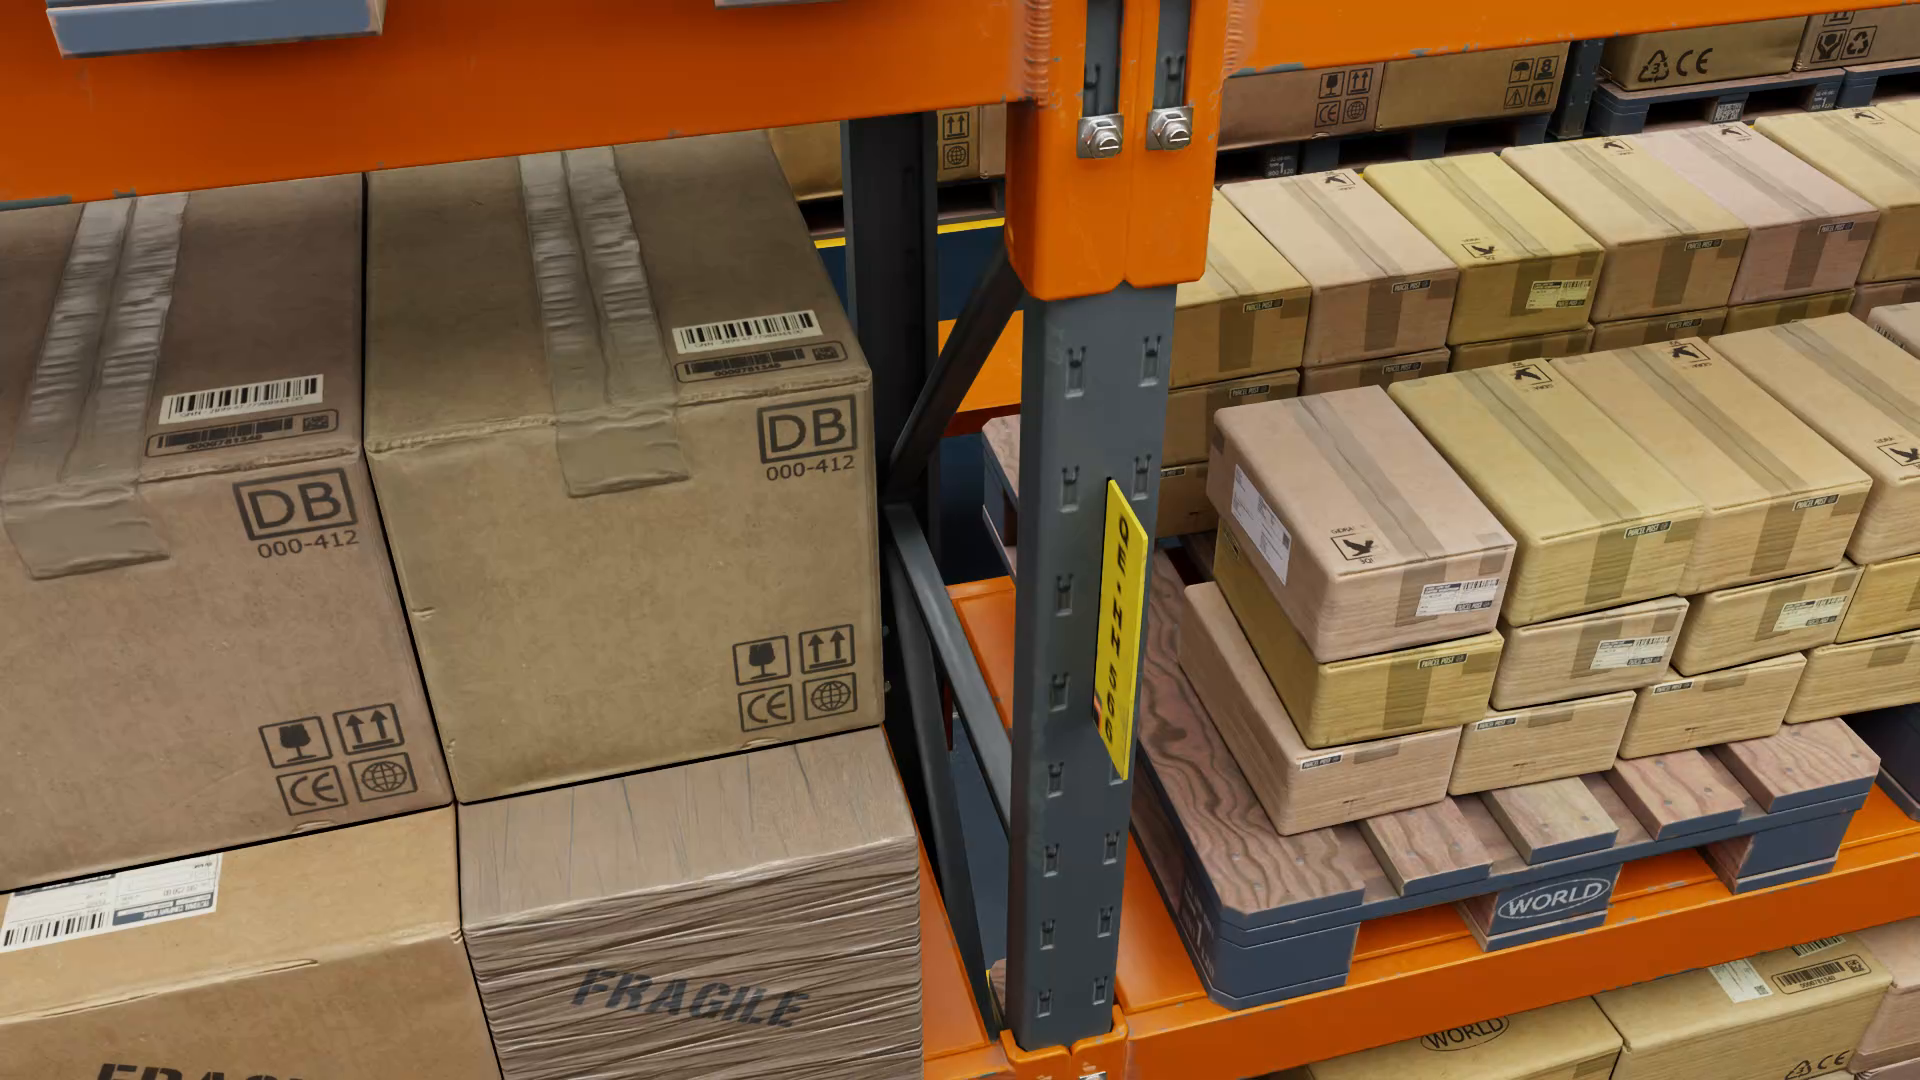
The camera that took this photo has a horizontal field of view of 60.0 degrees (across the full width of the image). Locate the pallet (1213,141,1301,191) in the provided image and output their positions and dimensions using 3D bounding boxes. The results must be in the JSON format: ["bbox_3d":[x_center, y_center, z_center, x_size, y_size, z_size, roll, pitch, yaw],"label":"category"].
[{"bbox_3d":[0.775,-1.857,7.504,1.213,0.211,1.003,-9,38,-12],"label":"pallet"}]

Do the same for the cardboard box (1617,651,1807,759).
[{"bbox_3d":[1.018,0.128,2.475,0.250,0.149,0.380,-7,38,-10],"label":"cardboard box"}]

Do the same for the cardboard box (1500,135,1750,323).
[{"bbox_3d":[1.120,-0.542,2.861,0.250,0.149,0.380,-8,38,-11],"label":"cardboard box"}]

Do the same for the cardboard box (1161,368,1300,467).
[{"bbox_3d":[0.372,-0.298,2.787,0.250,0.149,0.380,-9,38,-11],"label":"cardboard box"}]

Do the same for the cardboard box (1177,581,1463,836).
[{"bbox_3d":[0.499,0.213,2.364,0.250,0.149,0.380,-10,38,-13],"label":"cardboard box"}]

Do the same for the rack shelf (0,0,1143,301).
[{"bbox_3d":[-1.917,-0.356,1.370,4.000,0.370,1.077,-9,38,-12],"label":"rack shelf"}]

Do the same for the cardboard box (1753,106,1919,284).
[{"bbox_3d":[1.616,-0.621,2.964,0.250,0.149,0.380,-8,38,-10],"label":"cardboard box"}]

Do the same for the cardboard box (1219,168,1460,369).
[{"bbox_3d":[0.611,-0.456,2.748,0.250,0.149,0.380,-10,38,-13],"label":"cardboard box"}]

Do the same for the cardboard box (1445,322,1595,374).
[{"bbox_3d":[0.883,-0.384,2.900,0.250,0.149,0.380,-8,38,-11],"label":"cardboard box"}]

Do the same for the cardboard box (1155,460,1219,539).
[{"bbox_3d":[0.370,-0.182,2.880,0.250,0.149,0.380,-9,38,-11],"label":"cardboard box"}]

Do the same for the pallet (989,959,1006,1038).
[{"bbox_3d":[0.769,1.217,3.485,1.213,0.211,1.003,-9,38,-12],"label":"pallet"}]

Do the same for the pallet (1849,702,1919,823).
[{"bbox_3d":[1.914,-0.029,2.977,1.213,0.211,1.003,-9,38,-12],"label":"pallet"}]

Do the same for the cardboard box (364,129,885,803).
[{"bbox_3d":[-0.422,-0.139,2.058,0.500,0.500,0.700,-10,38,-12],"label":"cardboard box"}]

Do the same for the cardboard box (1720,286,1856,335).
[{"bbox_3d":[1.365,-0.462,3.001,0.250,0.149,0.380,-10,38,-12],"label":"cardboard box"}]

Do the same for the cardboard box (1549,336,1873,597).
[{"bbox_3d":[1.007,-0.111,2.297,0.250,0.149,0.380,-10,38,-12],"label":"cardboard box"}]

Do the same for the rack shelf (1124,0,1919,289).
[{"bbox_3d":[1.945,-0.990,2.198,4.000,0.370,1.077,-9,38,-12],"label":"rack shelf"}]

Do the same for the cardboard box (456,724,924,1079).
[{"bbox_3d":[-0.351,0.422,2.148,0.500,0.500,0.500,-9,38,-12],"label":"cardboard box"}]

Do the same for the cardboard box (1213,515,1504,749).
[{"bbox_3d":[0.533,0.089,2.282,0.250,0.149,0.380,-8,38,-10],"label":"cardboard box"}]

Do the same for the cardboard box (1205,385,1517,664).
[{"bbox_3d":[0.515,-0.031,2.193,0.250,0.149,0.380,-9,38,-12],"label":"cardboard box"}]

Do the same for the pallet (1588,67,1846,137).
[{"bbox_3d":[3.435,-2.293,8.074,1.213,0.211,1.003,-9,38,-12],"label":"pallet"}]

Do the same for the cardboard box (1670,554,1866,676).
[{"bbox_3d":[1.051,0.000,2.397,0.250,0.149,0.380,-10,39,-13],"label":"cardboard box"}]

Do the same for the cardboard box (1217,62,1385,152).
[{"bbox_3d":[1.205,-2.394,7.314,0.875,0.875,1.225,-11,39,-14],"label":"cardboard box"}]

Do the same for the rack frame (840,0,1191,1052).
[{"bbox_3d":[0.014,0.233,2.477,0.127,3.000,1.000,-9,38,-12],"label":"rack frame"}]

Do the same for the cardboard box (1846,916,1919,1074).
[{"bbox_3d":[1.713,0.642,3.036,0.500,0.250,0.500,-9,38,-12],"label":"cardboard box"}]

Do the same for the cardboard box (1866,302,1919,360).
[{"bbox_3d":[1.524,-0.196,2.409,0.250,0.149,0.380,-8,38,-10],"label":"cardboard box"}]

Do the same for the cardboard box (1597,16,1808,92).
[{"bbox_3d":[3.338,-2.707,7.723,0.875,0.875,0.875,-9,38,-12],"label":"cardboard box"}]

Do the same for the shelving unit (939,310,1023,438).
[{"bbox_3d":[-0.074,-0.584,4.779,1.083,1.500,0.587,-9,38,-12],"label":"shelving unit"}]

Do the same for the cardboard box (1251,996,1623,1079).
[{"bbox_3d":[0.743,0.794,2.838,0.500,0.250,0.500,-11,39,-14],"label":"cardboard box"}]

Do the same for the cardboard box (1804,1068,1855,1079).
[{"bbox_3d":[1.248,1.015,3.167,0.500,0.500,0.500,-9,38,-11],"label":"cardboard box"}]

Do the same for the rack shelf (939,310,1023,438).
[{"bbox_3d":[-0.082,-0.439,4.886,1.000,0.185,0.538,-9,38,-12],"label":"rack shelf"}]

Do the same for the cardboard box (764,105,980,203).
[{"bbox_3d":[-0.510,-2.113,6.946,0.875,0.875,1.225,-11,39,-14],"label":"cardboard box"}]
